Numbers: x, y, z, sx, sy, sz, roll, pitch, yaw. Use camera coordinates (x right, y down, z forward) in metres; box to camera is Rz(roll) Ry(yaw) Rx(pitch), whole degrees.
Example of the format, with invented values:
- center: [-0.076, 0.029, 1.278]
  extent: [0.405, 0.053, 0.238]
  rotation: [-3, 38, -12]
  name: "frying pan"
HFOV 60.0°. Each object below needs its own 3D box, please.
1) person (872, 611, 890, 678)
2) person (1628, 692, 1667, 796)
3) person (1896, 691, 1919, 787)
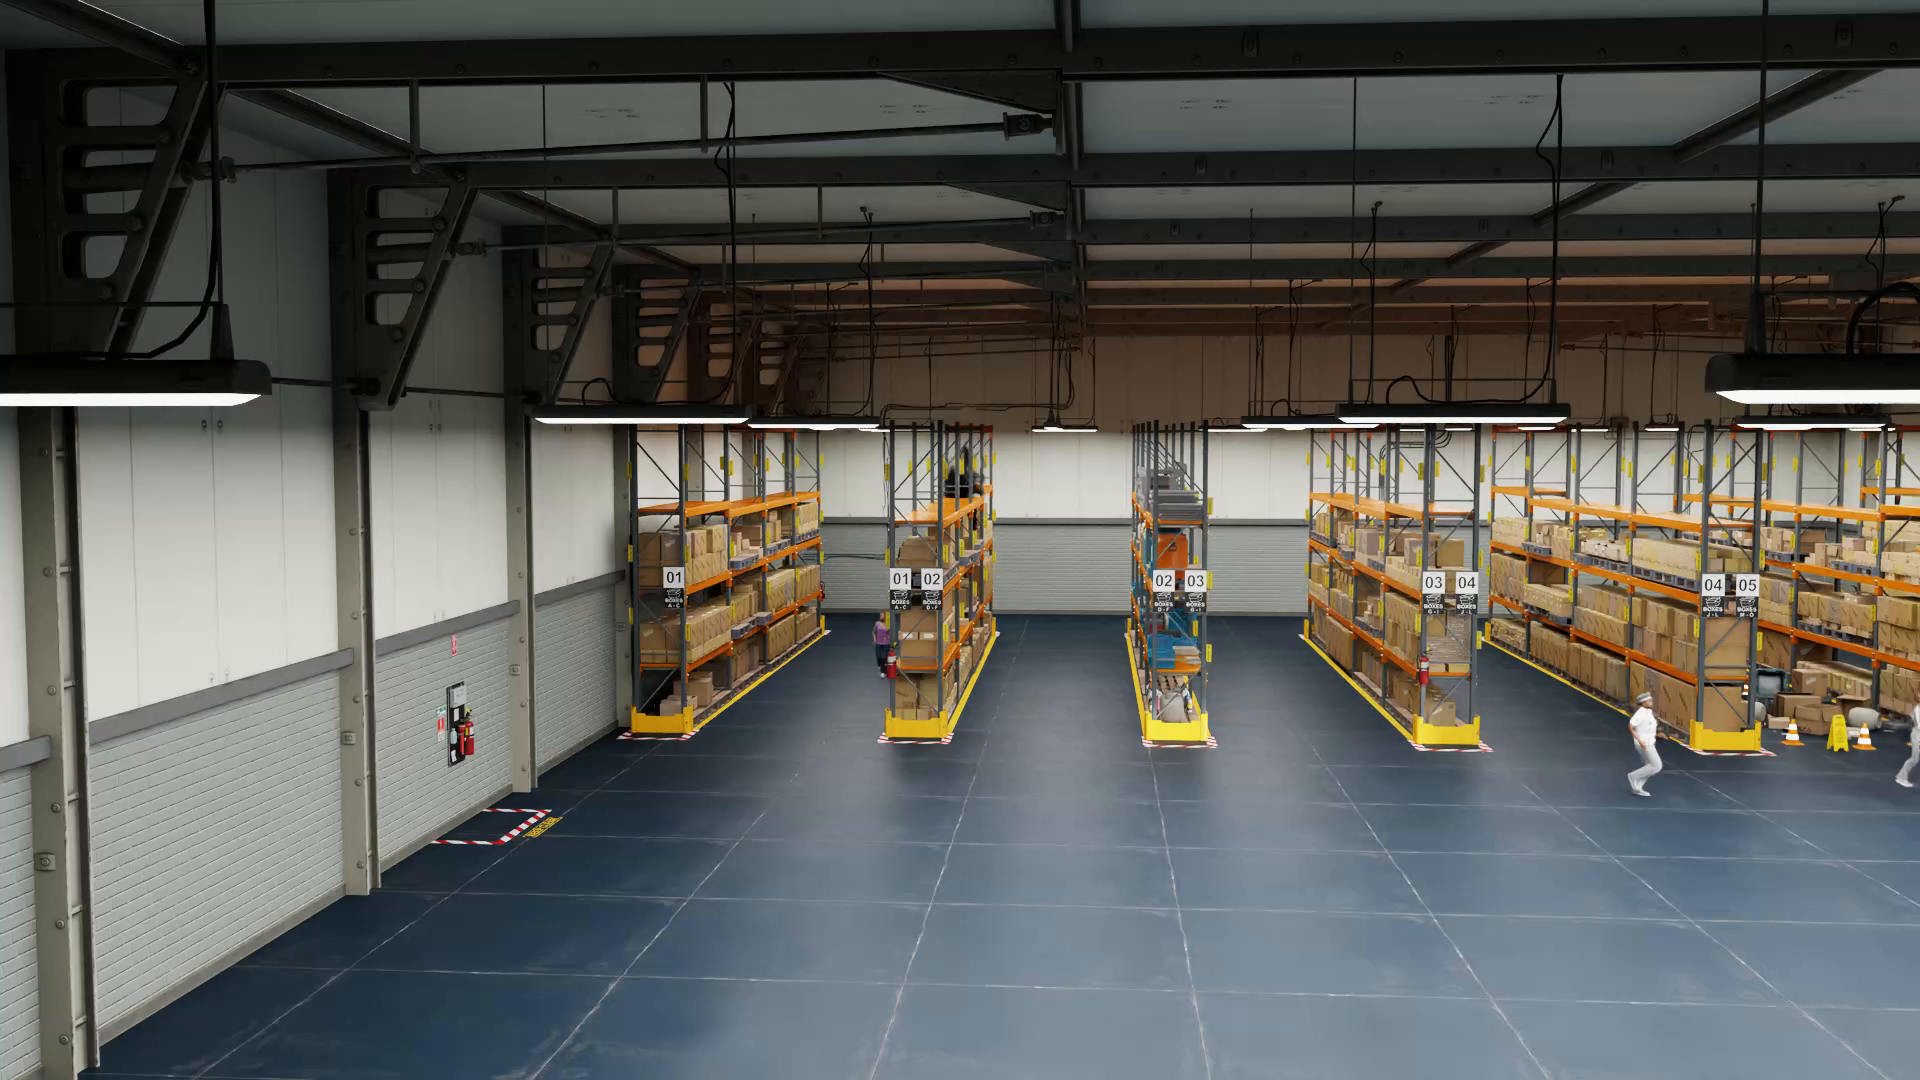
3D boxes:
- center: [-1.837, 2.466, 39.182]
  extent: [0.503, 1.559, 0.493]
  rotation: [0, 4, 1]
  name: "person"
- center: [10.889, 3.226, 26.315]
  extent: [0.548, 1.657, 0.574]
  rotation: [2, 4, 32]
  name: "person"
- center: [15.462, 3.236, 26.721]
  extent: [0.526, 1.648, 0.684]
  rotation: [-3, 5, -42]
  name: "person"
